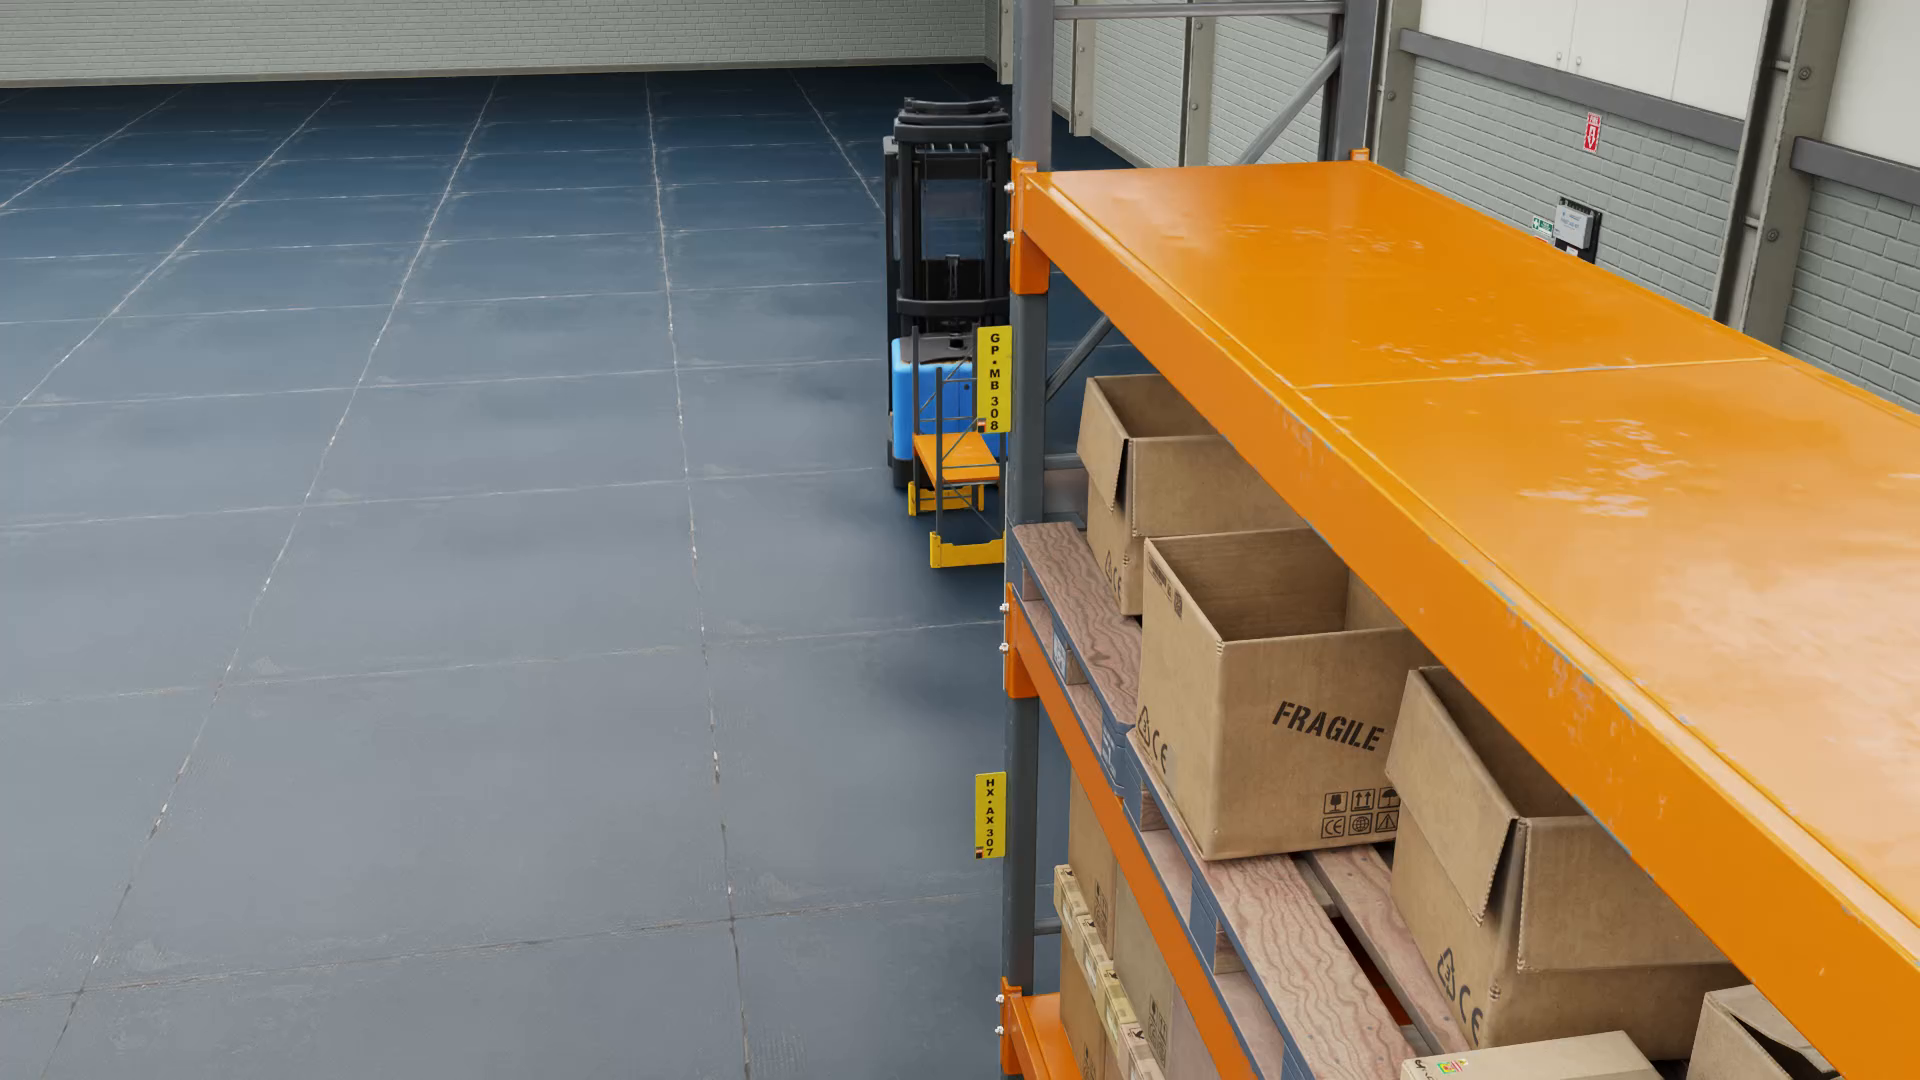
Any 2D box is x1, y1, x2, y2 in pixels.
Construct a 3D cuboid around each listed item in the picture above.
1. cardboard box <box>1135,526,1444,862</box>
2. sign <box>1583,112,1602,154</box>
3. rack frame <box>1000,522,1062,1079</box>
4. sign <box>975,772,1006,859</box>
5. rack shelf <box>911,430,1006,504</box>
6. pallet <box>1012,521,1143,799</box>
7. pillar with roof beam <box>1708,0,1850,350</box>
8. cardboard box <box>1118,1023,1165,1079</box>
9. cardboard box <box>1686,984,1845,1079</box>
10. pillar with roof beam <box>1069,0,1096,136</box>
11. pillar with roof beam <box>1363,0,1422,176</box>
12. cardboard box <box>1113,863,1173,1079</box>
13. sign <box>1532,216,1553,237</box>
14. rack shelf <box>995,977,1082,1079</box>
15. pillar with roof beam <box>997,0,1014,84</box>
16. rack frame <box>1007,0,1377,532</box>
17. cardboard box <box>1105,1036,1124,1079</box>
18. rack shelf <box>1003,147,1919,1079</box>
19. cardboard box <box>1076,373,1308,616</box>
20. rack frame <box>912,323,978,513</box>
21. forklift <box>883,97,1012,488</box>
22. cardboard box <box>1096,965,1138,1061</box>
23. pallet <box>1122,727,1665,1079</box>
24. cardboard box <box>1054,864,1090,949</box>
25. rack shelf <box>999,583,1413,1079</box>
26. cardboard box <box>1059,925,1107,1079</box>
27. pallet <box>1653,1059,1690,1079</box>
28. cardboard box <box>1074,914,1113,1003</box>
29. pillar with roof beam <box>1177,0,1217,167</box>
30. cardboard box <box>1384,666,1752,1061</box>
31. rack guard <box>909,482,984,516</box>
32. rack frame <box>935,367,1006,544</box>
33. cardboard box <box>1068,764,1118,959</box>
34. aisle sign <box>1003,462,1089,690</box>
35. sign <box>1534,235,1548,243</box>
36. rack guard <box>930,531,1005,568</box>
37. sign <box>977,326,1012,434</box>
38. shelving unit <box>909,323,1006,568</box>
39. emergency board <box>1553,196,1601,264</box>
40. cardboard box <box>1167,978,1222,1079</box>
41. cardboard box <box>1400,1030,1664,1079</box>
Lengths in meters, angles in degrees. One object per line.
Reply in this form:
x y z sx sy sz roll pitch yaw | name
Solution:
0.686 0.300 3.485 0.500 0.500 0.500 -4 24 -10 | cardboard box
5.062 -3.261 13.314 0.001 0.298 0.199 -4 24 -10 | sign
0.647 1.304 5.759 1.000 3.000 0.127 -4 24 -10 | rack frame
0.101 0.910 5.481 0.100 0.325 0.005 -4 24 -10 | sign
-0.016 -0.556 12.341 0.538 0.185 1.000 -4 24 -10 | rack shelf
0.753 0.250 4.535 1.003 0.211 1.213 -4 24 -10 | pallet
1.154 -3.643 9.591 9.100 9.000 0.400 -4 24 -10 | pillar with roof beam
0.649 1.432 4.530 0.380 0.149 0.250 -5 24 -11 | cardboard box
1.453 0.857 2.447 0.500 0.311 0.500 -6 24 -13 | cardboard box
-2.174 -10.724 25.802 9.100 9.000 0.400 -4 24 -10 | pillar with roof beam
0.045 -6.003 14.995 9.100 9.000 0.400 -4 24 -10 | pillar with roof beam
0.833 1.075 4.536 0.700 0.500 0.500 -5 24 -11 | cardboard box
4.957 -2.670 14.150 0.001 0.109 0.331 -4 24 -10 | sign
1.017 2.420 4.102 1.077 0.370 4.000 -4 24 -10 | rack shelf
-3.284 -13.084 31.206 9.100 9.000 0.400 -4 24 -10 | pillar with roof beam
0.647 -1.445 4.558 1.000 3.000 0.127 -4 24 -10 | rack frame
0.823 1.649 4.844 0.700 0.500 0.500 -4 24 -8 | cardboard box
1.017 -0.146 2.981 1.077 0.370 4.000 -4 24 -10 | rack shelf
0.749 -0.148 4.508 0.797 0.503 0.637 -3 24 -6 | cardboard box
-0.110 -0.921 12.727 0.500 1.500 0.032 -4 24 -10 | rack frame
-0.085 -2.305 14.109 1.130 2.935 3.031 -1 24 -3 | forklift
0.604 1.333 4.757 0.380 0.149 0.250 -4 24 -10 | cardboard box
0.982 0.731 3.434 1.003 0.211 1.213 -4 24 -10 | pallet
0.508 1.131 5.219 0.380 0.149 0.250 -4 24 -10 | cardboard box
1.017 1.046 3.502 1.077 0.370 4.000 -4 24 -10 | rack shelf
0.721 1.443 5.317 0.700 0.500 0.500 -4 24 -10 | cardboard box
1.204 1.210 2.338 1.003 0.211 1.213 -4 24 -10 | pallet
0.560 1.235 4.982 0.380 0.149 0.250 -5 24 -11 | cardboard box
-1.065 -8.363 20.399 9.100 9.000 0.400 -4 24 -10 | pillar with roof beam
1.206 0.542 2.928 0.797 0.503 0.637 -2 24 -4 | cardboard box
-0.106 -0.340 12.960 0.587 0.250 0.087 -4 24 -10 | rack guard
0.078 -0.521 11.811 0.500 1.500 0.032 -4 24 -10 | rack frame
0.731 0.869 5.009 0.700 0.500 0.500 -4 24 -10 | cardboard box
0.334 0.109 5.246 0.394 0.787 0.004 -4 24 -10 | aisle sign
4.965 -2.429 14.262 0.001 0.329 0.234 -4 24 -10 | sign
0.078 0.051 12.063 0.587 0.250 0.087 -4 24 -10 | rack guard
0.101 -0.469 4.879 0.100 0.325 0.005 -4 24 -10 | sign
-0.014 -0.717 12.261 0.587 1.500 1.083 -4 24 -10 | shelving unit
4.965 -2.188 13.754 0.194 1.169 0.643 -4 24 -10 | emergency board
0.927 1.274 4.083 0.700 0.500 0.500 -4 24 -10 | cardboard box
0.895 0.907 2.535 0.380 0.149 0.250 -4 24 -10 | cardboard box
